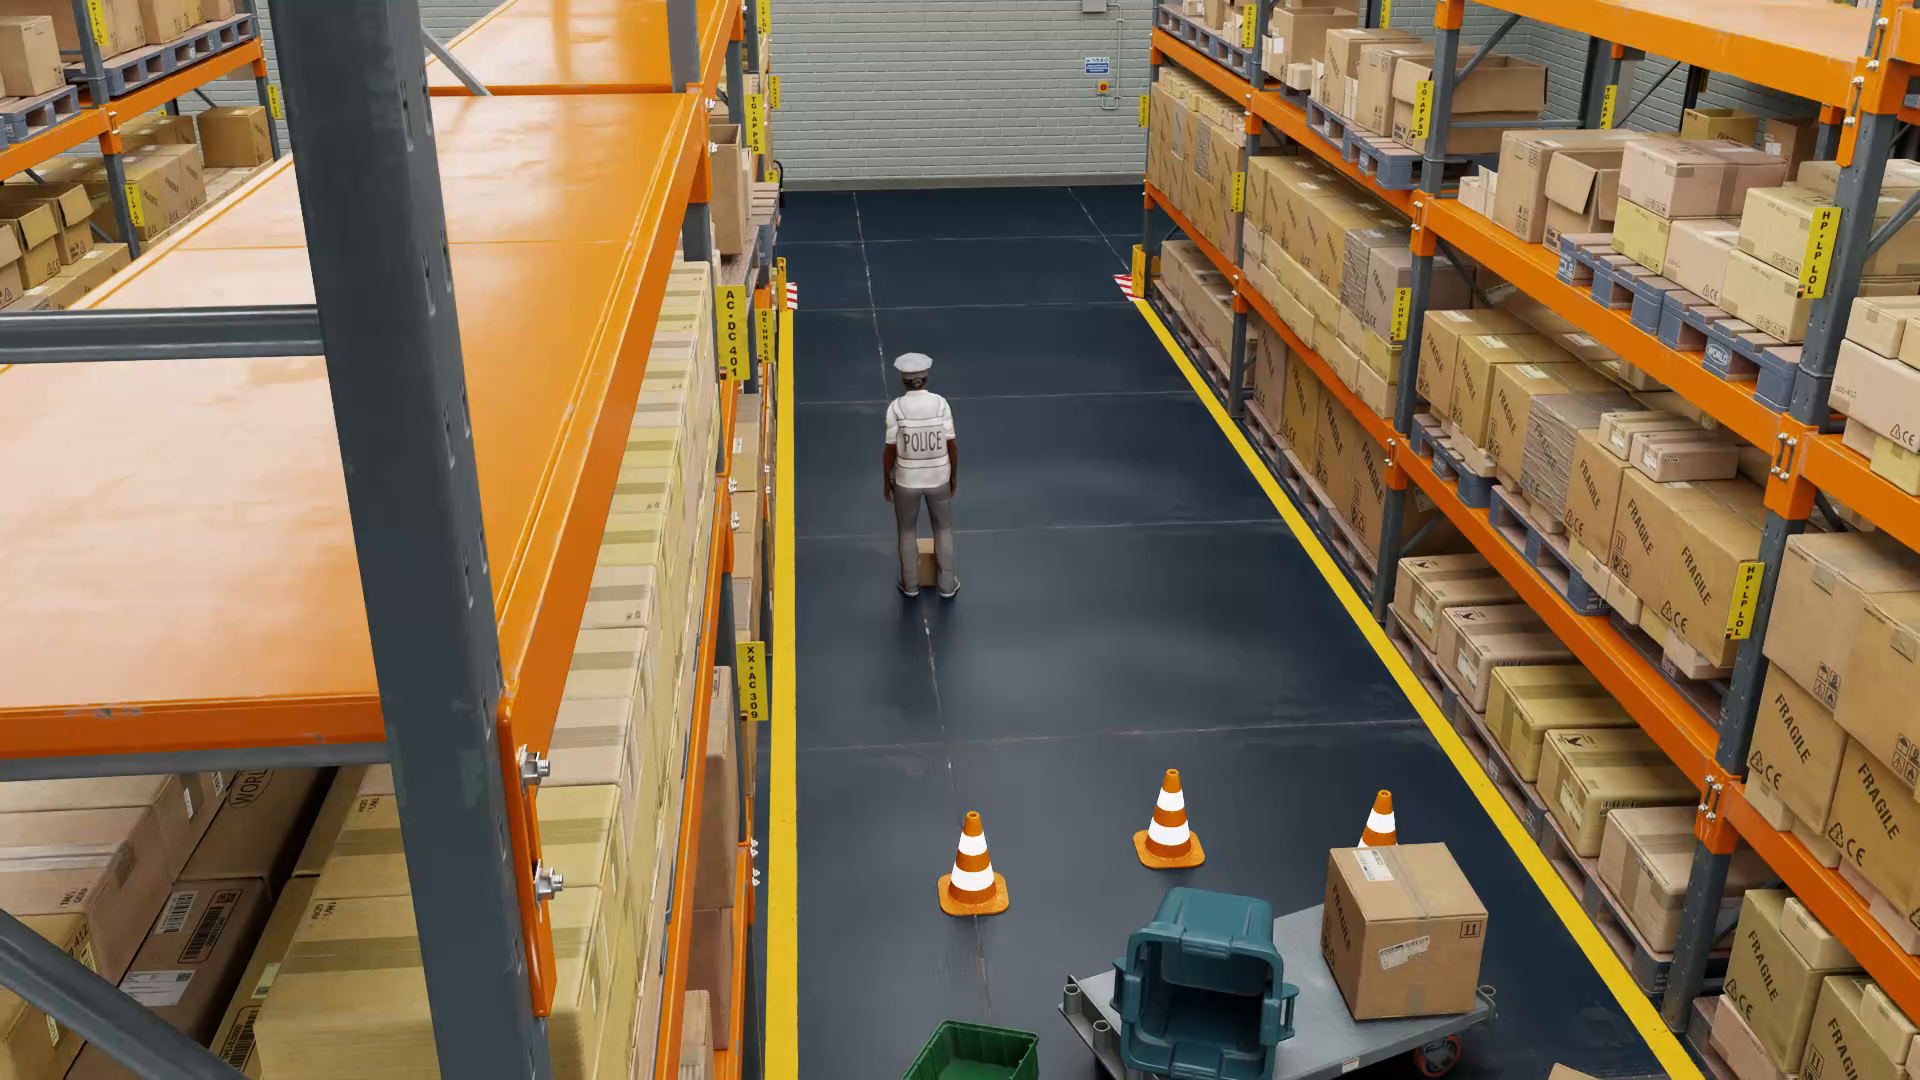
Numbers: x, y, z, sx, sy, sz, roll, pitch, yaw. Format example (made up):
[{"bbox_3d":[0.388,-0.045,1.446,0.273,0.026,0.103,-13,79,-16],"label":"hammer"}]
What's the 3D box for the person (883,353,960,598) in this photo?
[{"bbox_3d":[-0.252,-0.400,11.006,0.526,1.658,0.427,-4,24,-8],"label":"person"}]
